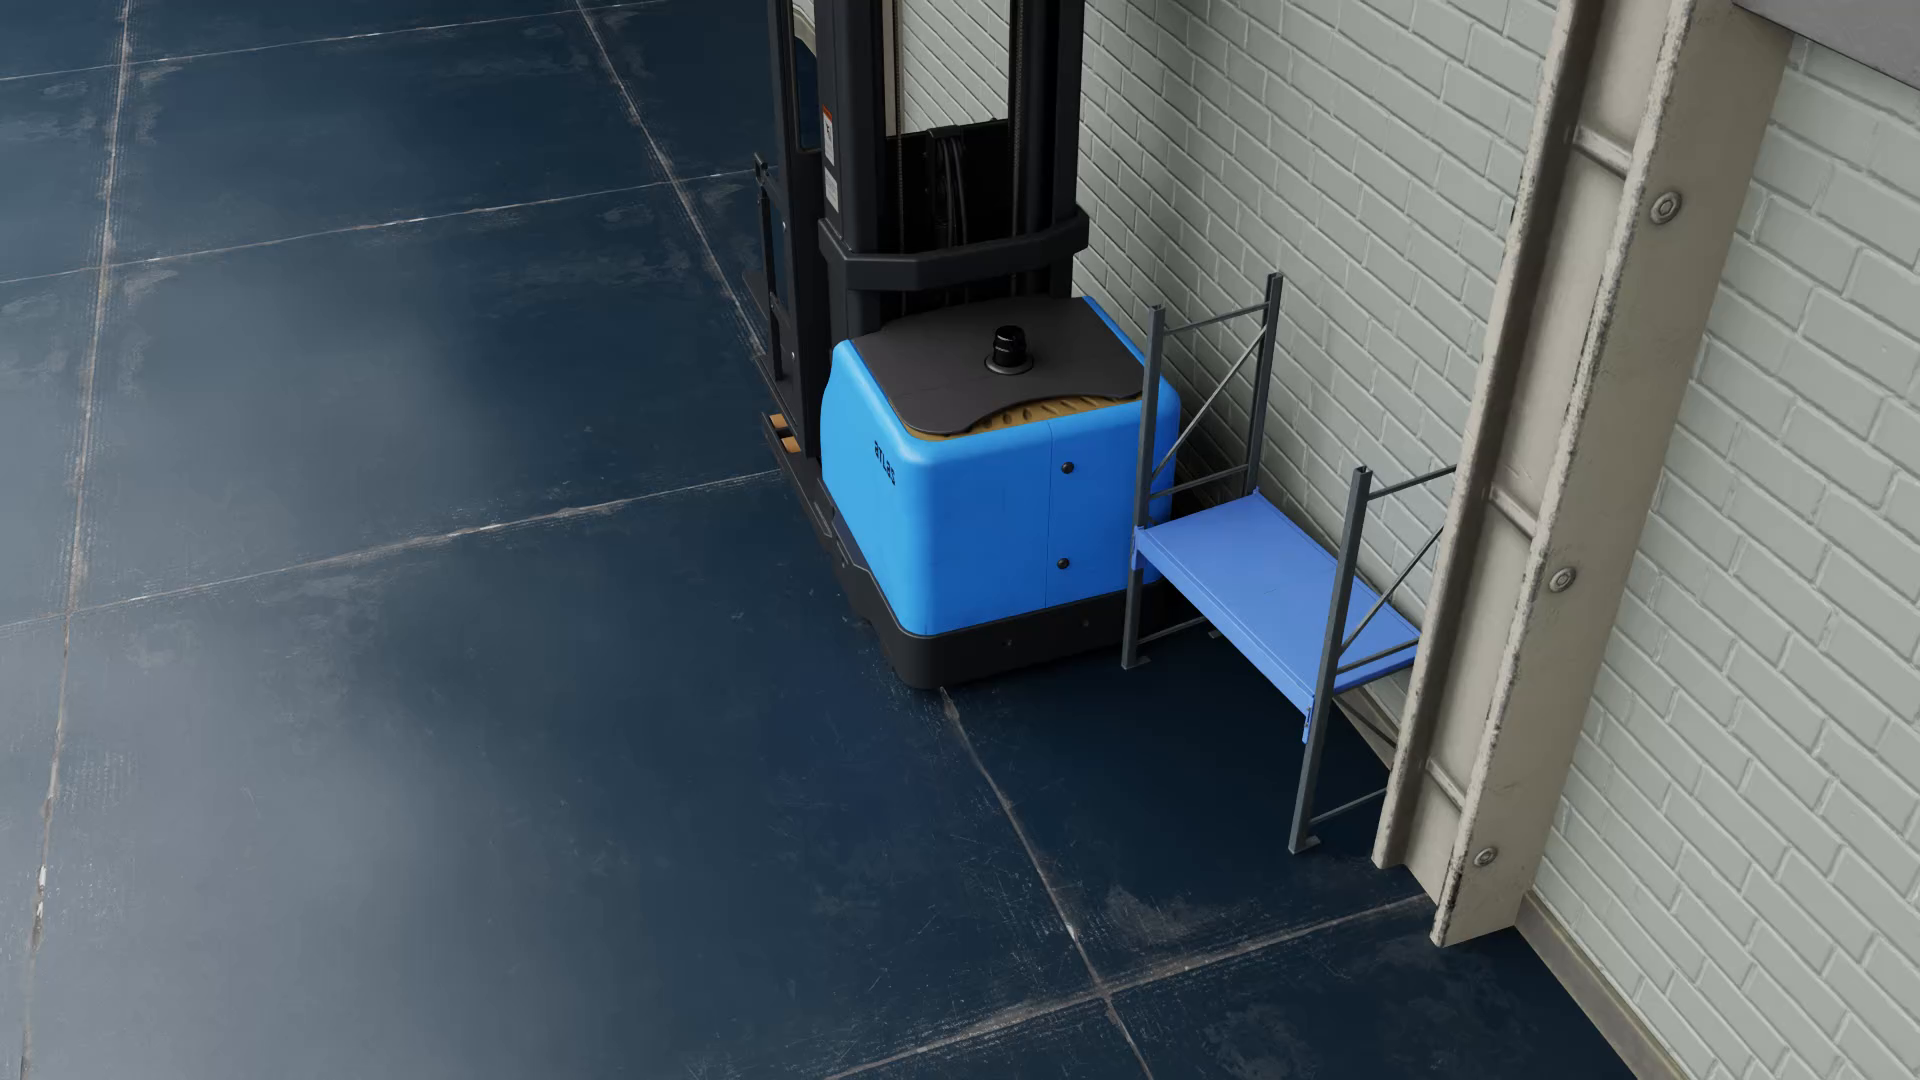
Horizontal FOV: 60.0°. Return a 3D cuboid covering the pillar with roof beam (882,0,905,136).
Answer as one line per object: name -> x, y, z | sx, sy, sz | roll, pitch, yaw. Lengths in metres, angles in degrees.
pillar with roof beam -> -4.565, -4.986, 5.890 | 9.100, 9.000, 0.400 | -12, 39, -16

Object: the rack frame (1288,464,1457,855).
rack frame -> 1.296, 0.345, 5.046 | 0.500, 1.500, 0.032 | -18, 40, -22

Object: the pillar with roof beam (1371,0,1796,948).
pillar with roof beam -> -2.500, -1.596, 1.390 | 9.100, 9.000, 0.400 | -12, 39, -16

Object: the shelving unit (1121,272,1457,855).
shelving unit -> 1.059, 0.074, 5.405 | 0.538, 1.500, 1.048 | -18, 40, -22

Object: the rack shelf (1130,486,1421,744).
rack shelf -> 1.059, 0.218, 5.514 | 0.538, 0.185, 1.000 | -18, 40, -22

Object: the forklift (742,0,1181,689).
forklift -> -0.220, -1.526, 6.340 | 1.130, 2.935, 3.031 | -13, 39, -16

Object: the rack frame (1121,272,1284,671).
rack frame -> 0.823, -0.197, 5.765 | 0.500, 1.500, 0.032 | -18, 40, -22
